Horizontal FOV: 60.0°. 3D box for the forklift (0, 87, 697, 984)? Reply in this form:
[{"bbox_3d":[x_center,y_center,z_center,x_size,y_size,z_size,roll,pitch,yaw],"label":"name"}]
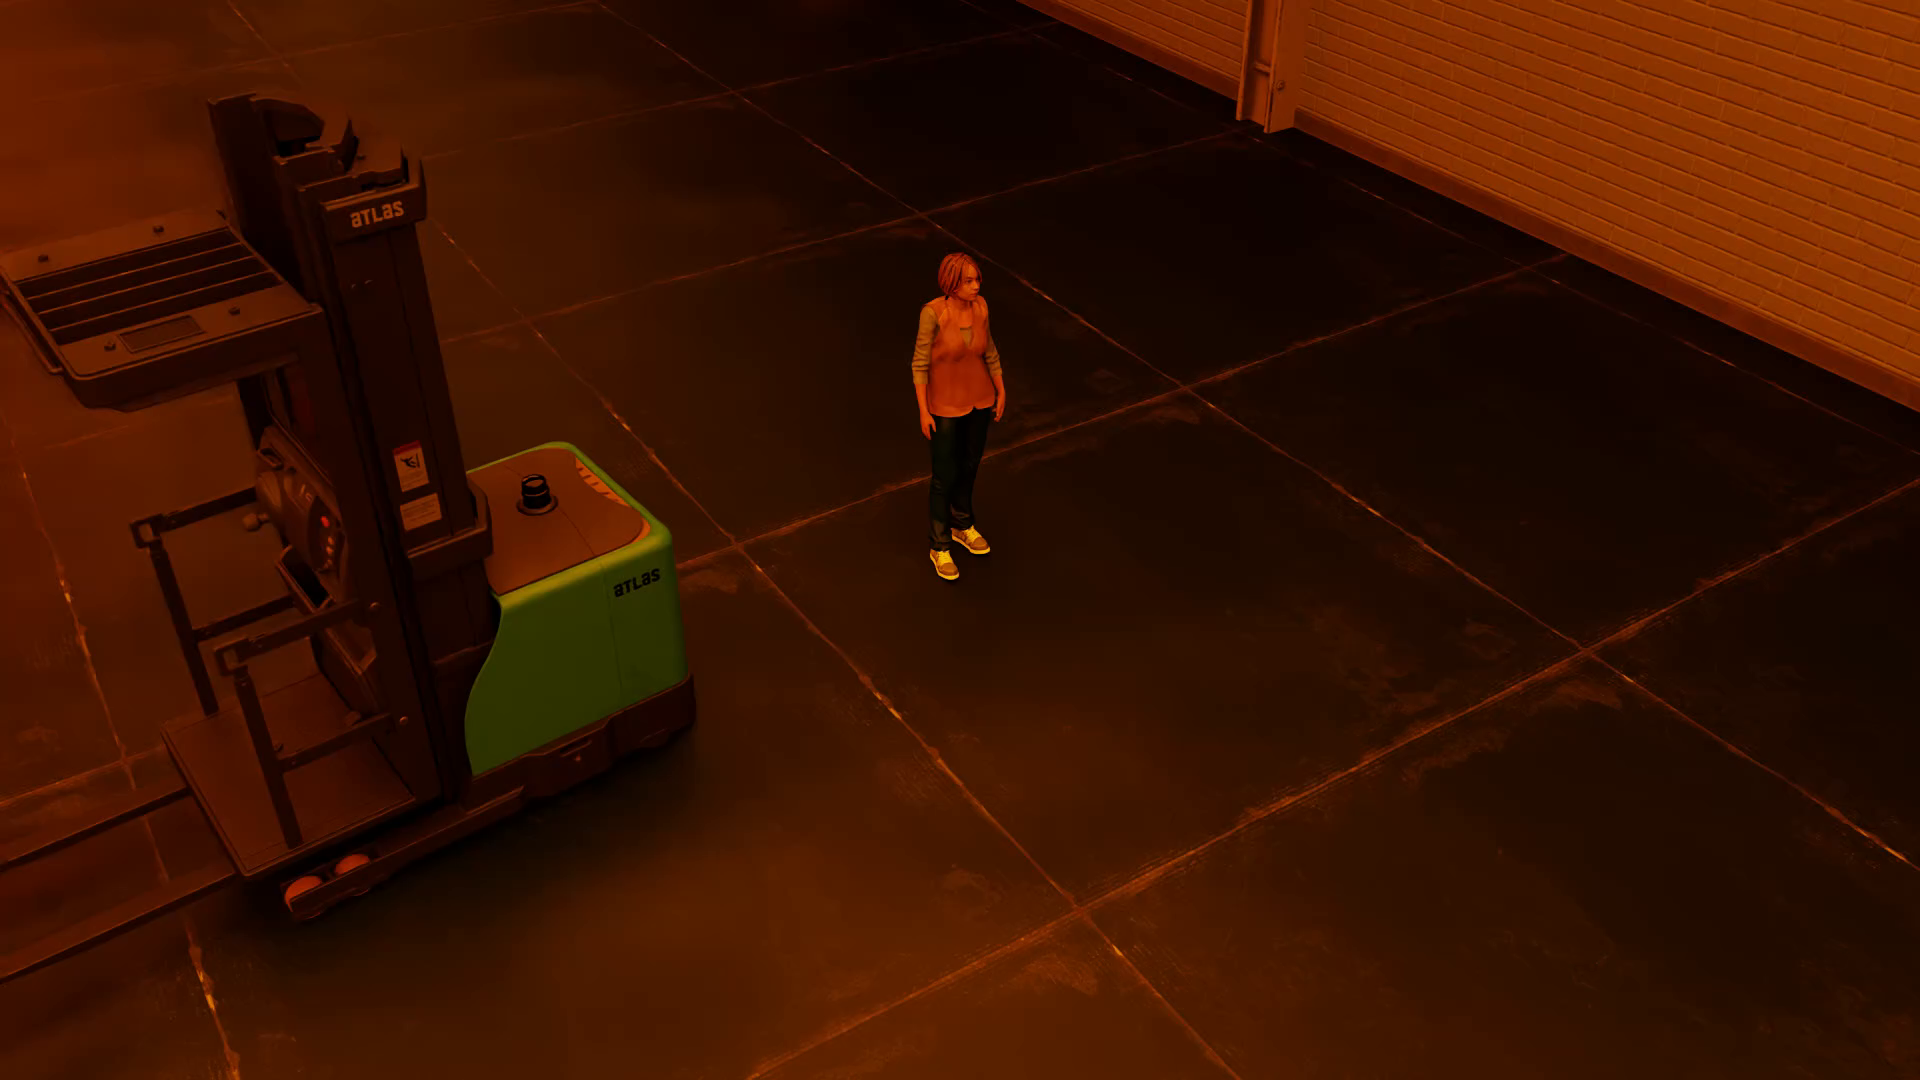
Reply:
[{"bbox_3d":[-2.655,-0.050,6.218,3.031,2.935,1.130,-24,42,-30],"label":"forklift"}]

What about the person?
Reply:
[{"bbox_3d":[0.029,-0.619,8.176,0.520,1.599,0.473,-21,40,-27],"label":"person"}]
